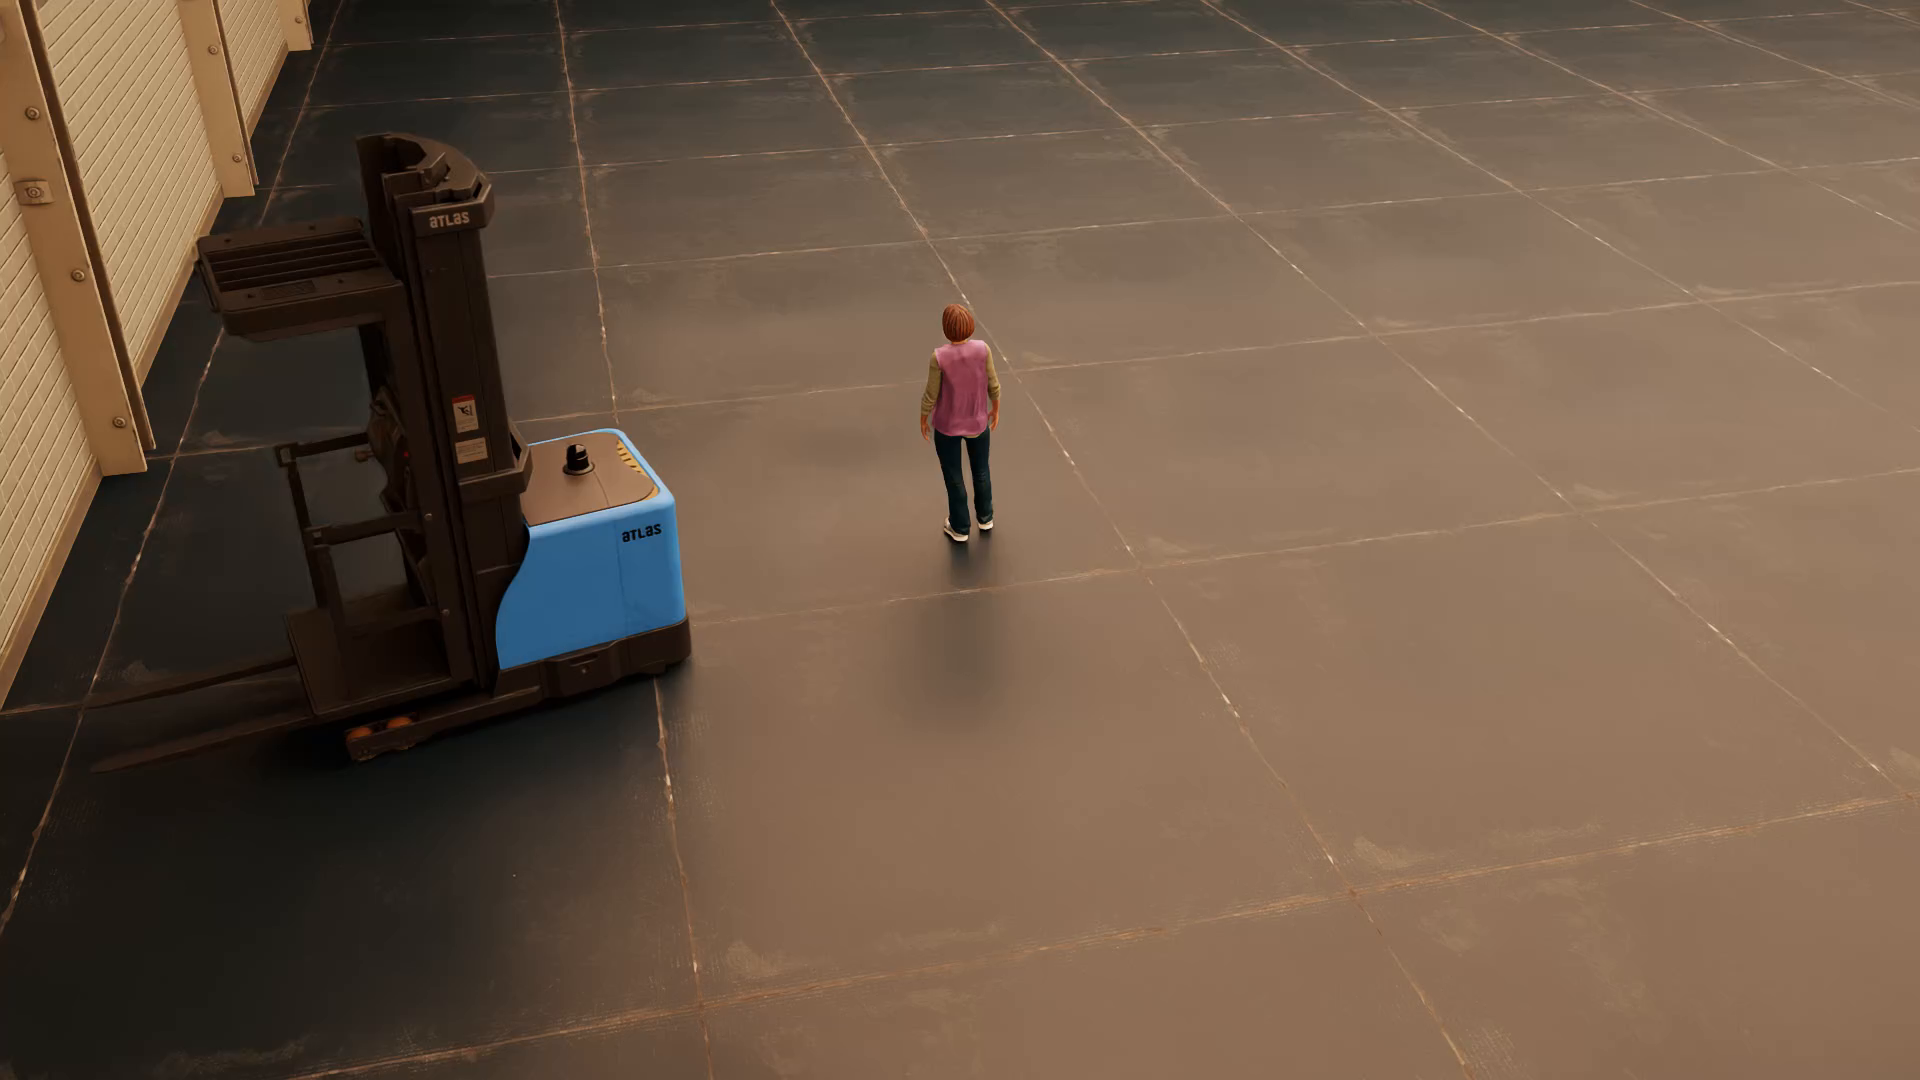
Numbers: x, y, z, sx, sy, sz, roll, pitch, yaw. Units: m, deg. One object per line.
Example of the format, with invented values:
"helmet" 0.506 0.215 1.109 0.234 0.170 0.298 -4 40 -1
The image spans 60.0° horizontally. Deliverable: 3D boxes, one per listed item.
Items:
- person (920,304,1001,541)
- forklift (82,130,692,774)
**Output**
"person" -0.004 -0.736 10.162 0.520 1.599 0.473 -7 31 -12
"forklift" -3.045 -0.439 8.333 3.031 2.935 1.130 -15 33 -24
